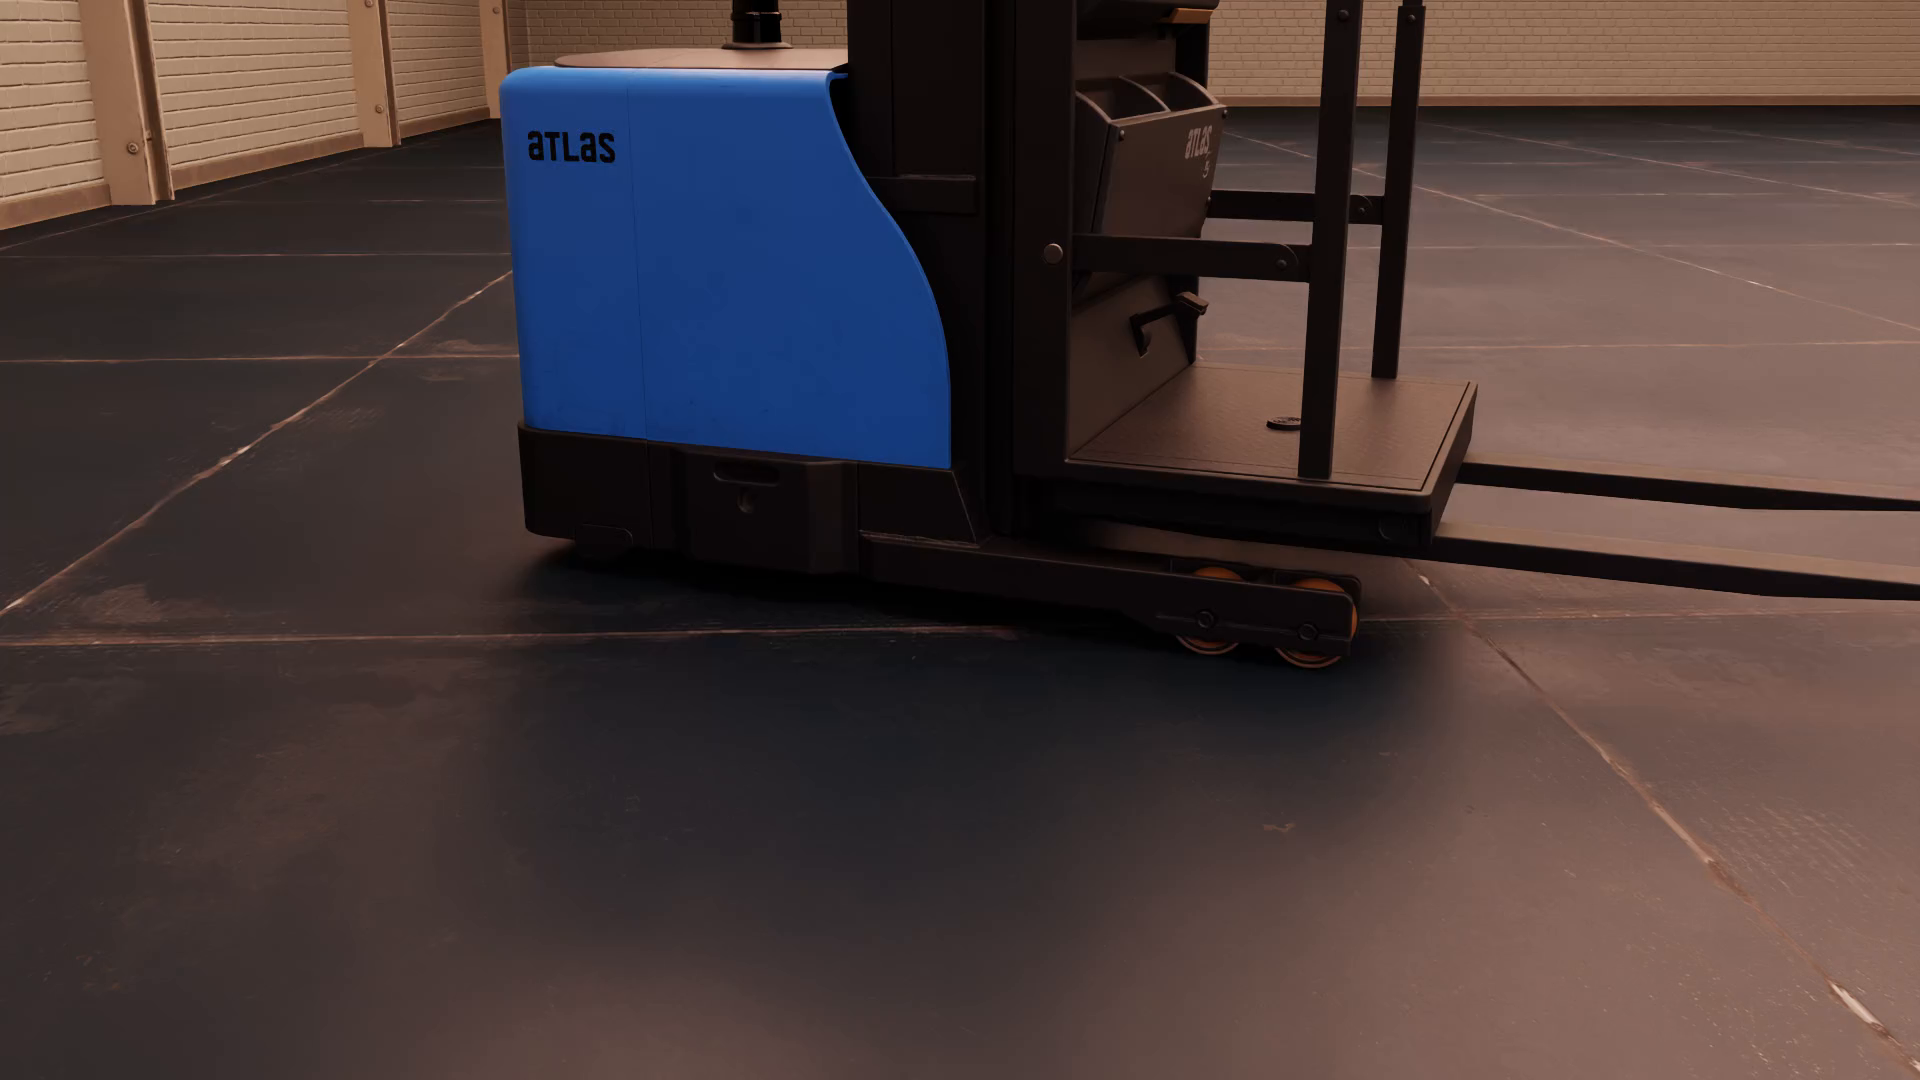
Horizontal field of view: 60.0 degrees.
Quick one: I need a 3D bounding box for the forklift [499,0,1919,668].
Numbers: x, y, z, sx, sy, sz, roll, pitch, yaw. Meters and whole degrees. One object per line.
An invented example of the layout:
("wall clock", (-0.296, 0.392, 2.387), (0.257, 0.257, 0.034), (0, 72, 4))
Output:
("forklift", (0.583, -1.336, 3.275), (3.031, 2.935, 1.130), (6, 18, 20))
